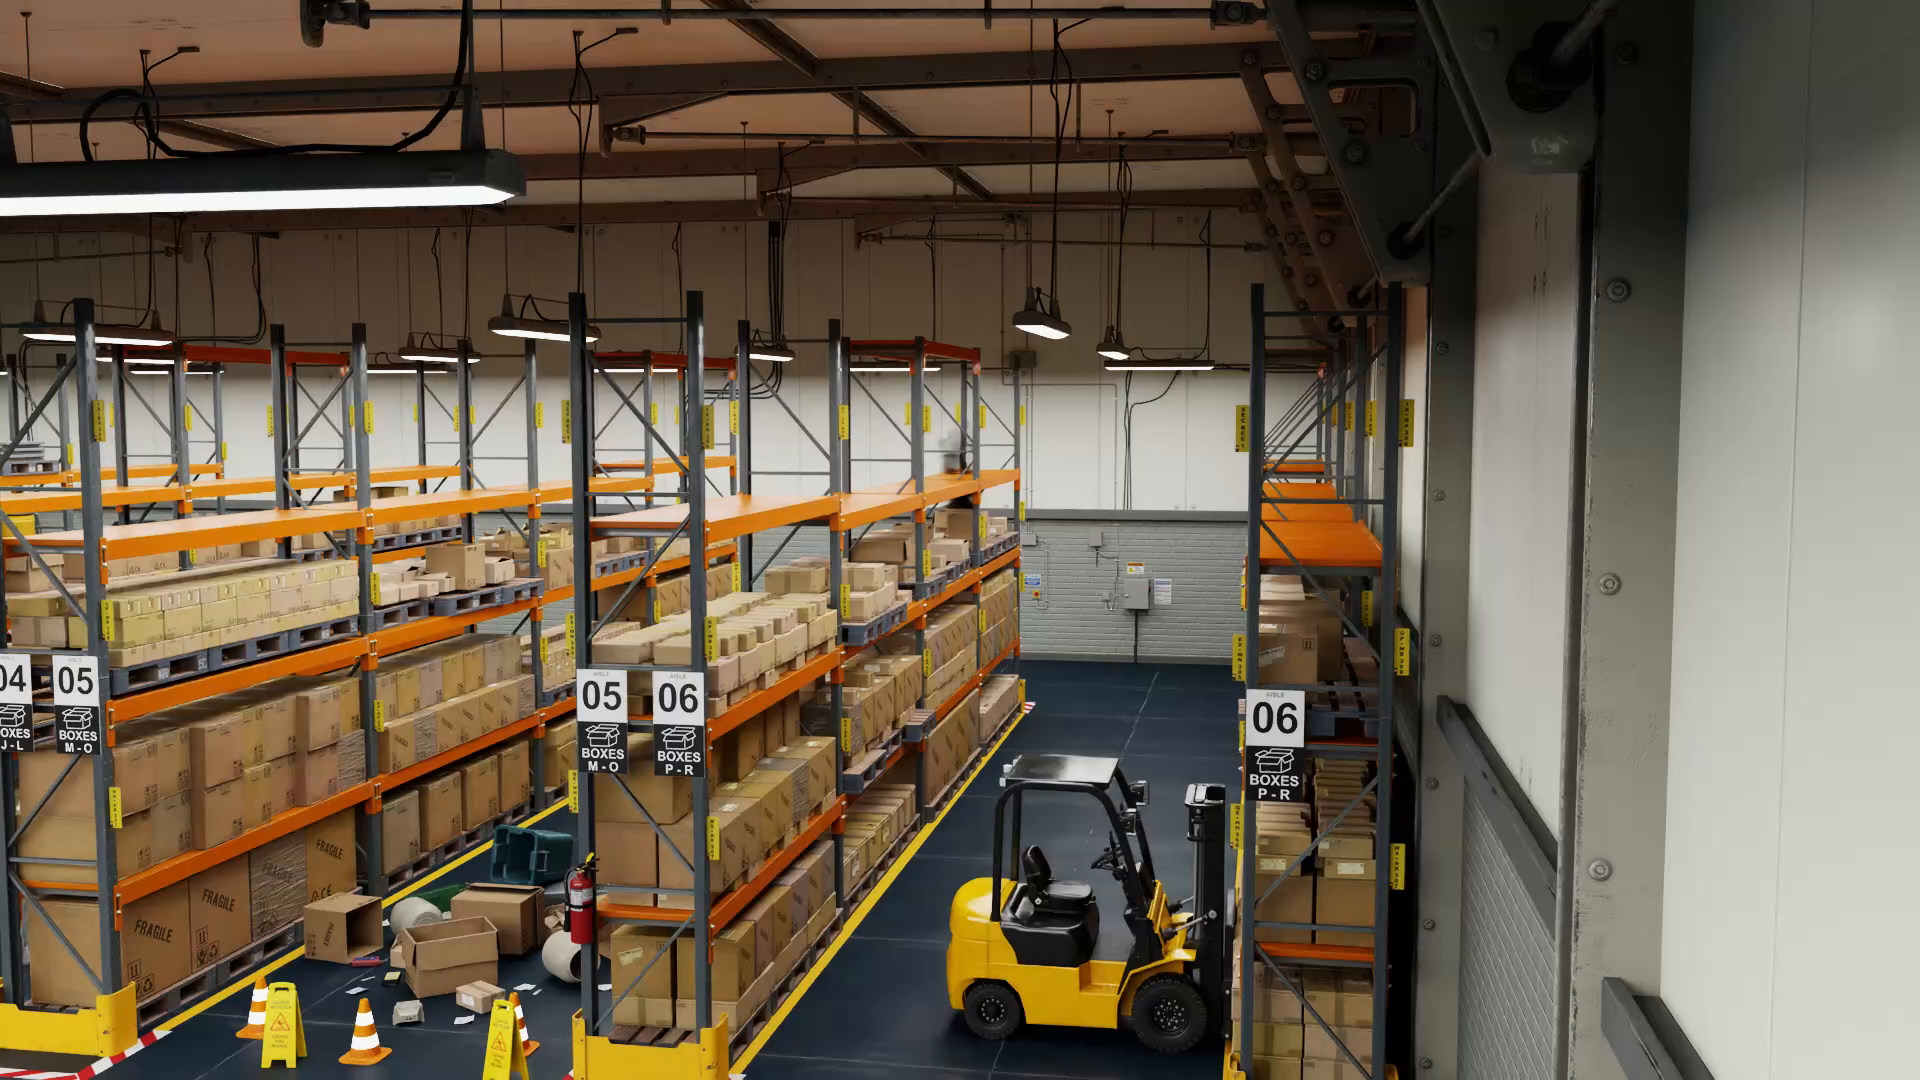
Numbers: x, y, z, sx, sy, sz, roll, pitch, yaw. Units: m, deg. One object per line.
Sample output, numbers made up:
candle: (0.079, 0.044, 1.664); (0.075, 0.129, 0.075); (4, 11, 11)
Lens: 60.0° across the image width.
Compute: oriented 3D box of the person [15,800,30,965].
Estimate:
person: (-8.610, 3.043, 15.571); (0.628, 1.840, 0.840); (0, 5, -1)
